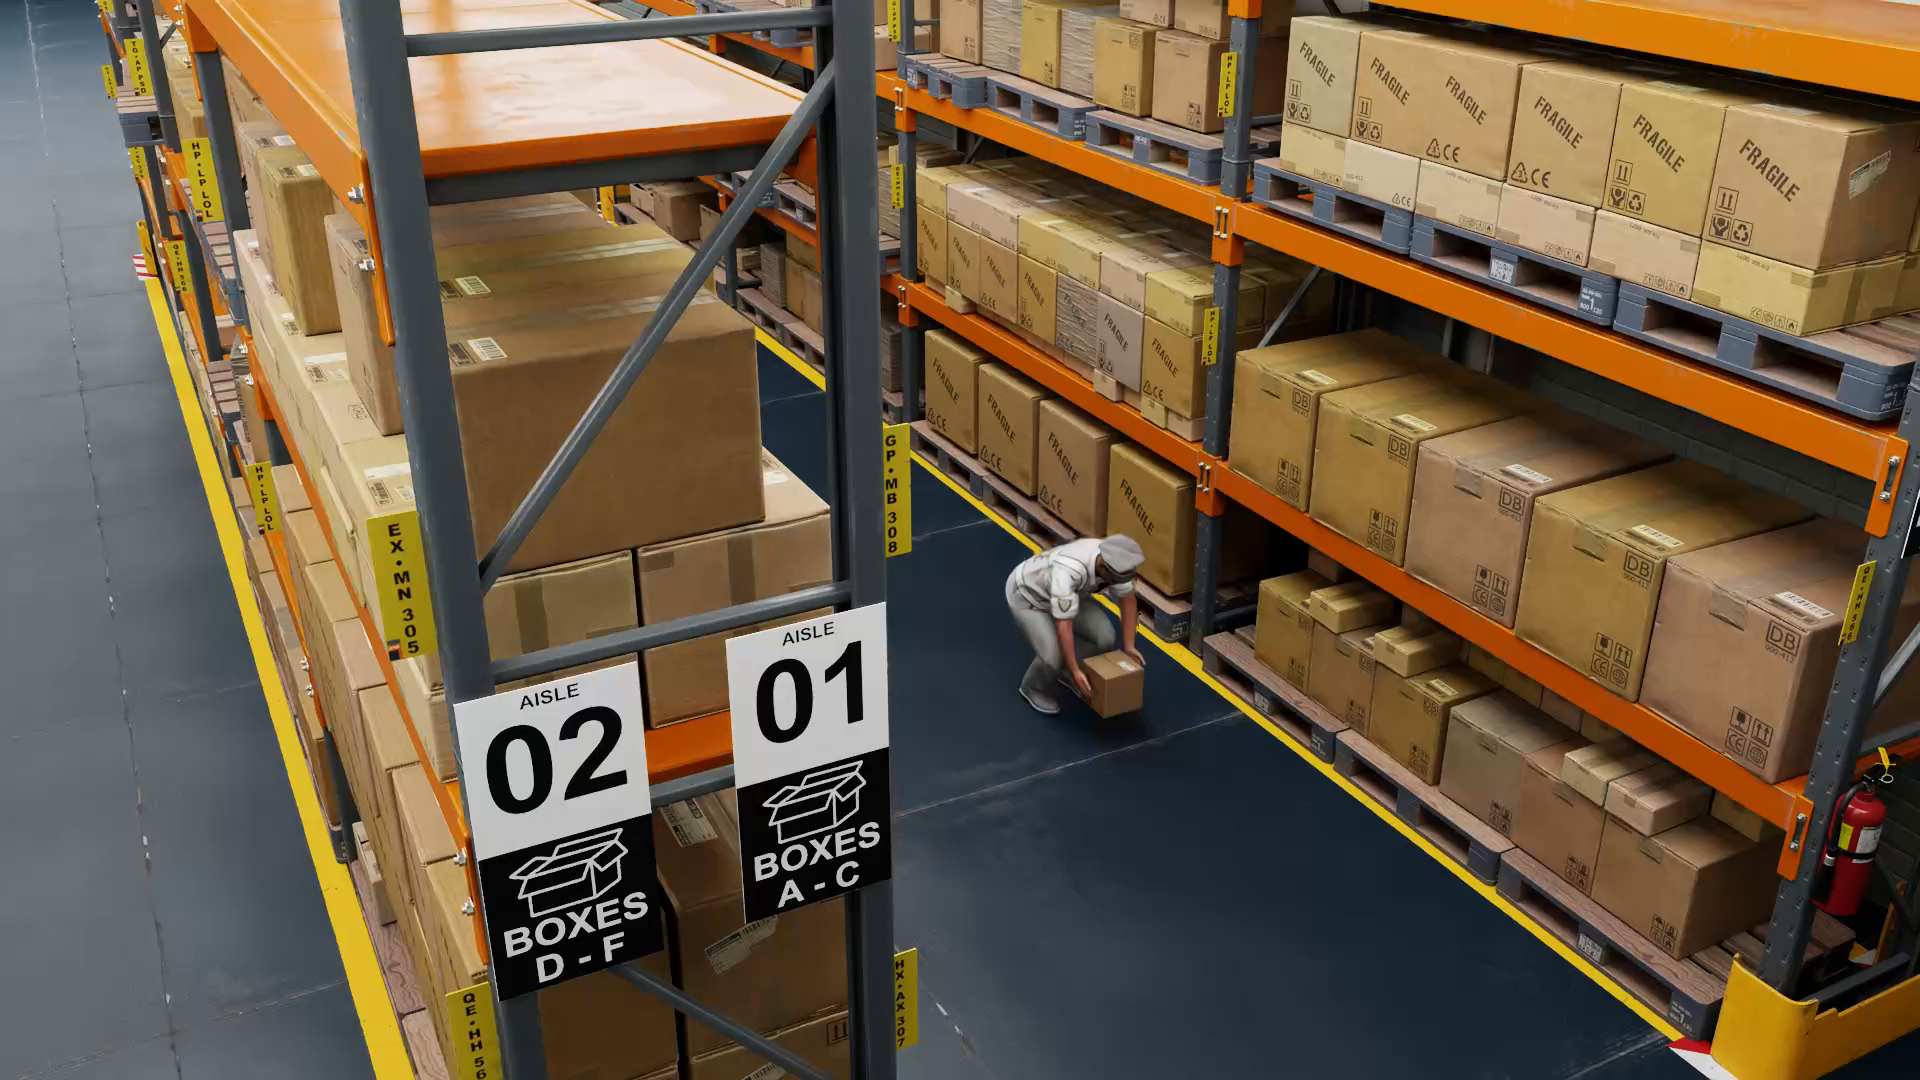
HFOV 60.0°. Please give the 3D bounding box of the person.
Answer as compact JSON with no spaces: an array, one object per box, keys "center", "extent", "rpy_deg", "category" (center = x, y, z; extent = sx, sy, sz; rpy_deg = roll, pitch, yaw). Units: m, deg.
[{"center":[0.665,0.420,9.407],"extent":[0.575,1.165,0.904],"rpy_deg":[-16,30,-30],"category":"person"}]
